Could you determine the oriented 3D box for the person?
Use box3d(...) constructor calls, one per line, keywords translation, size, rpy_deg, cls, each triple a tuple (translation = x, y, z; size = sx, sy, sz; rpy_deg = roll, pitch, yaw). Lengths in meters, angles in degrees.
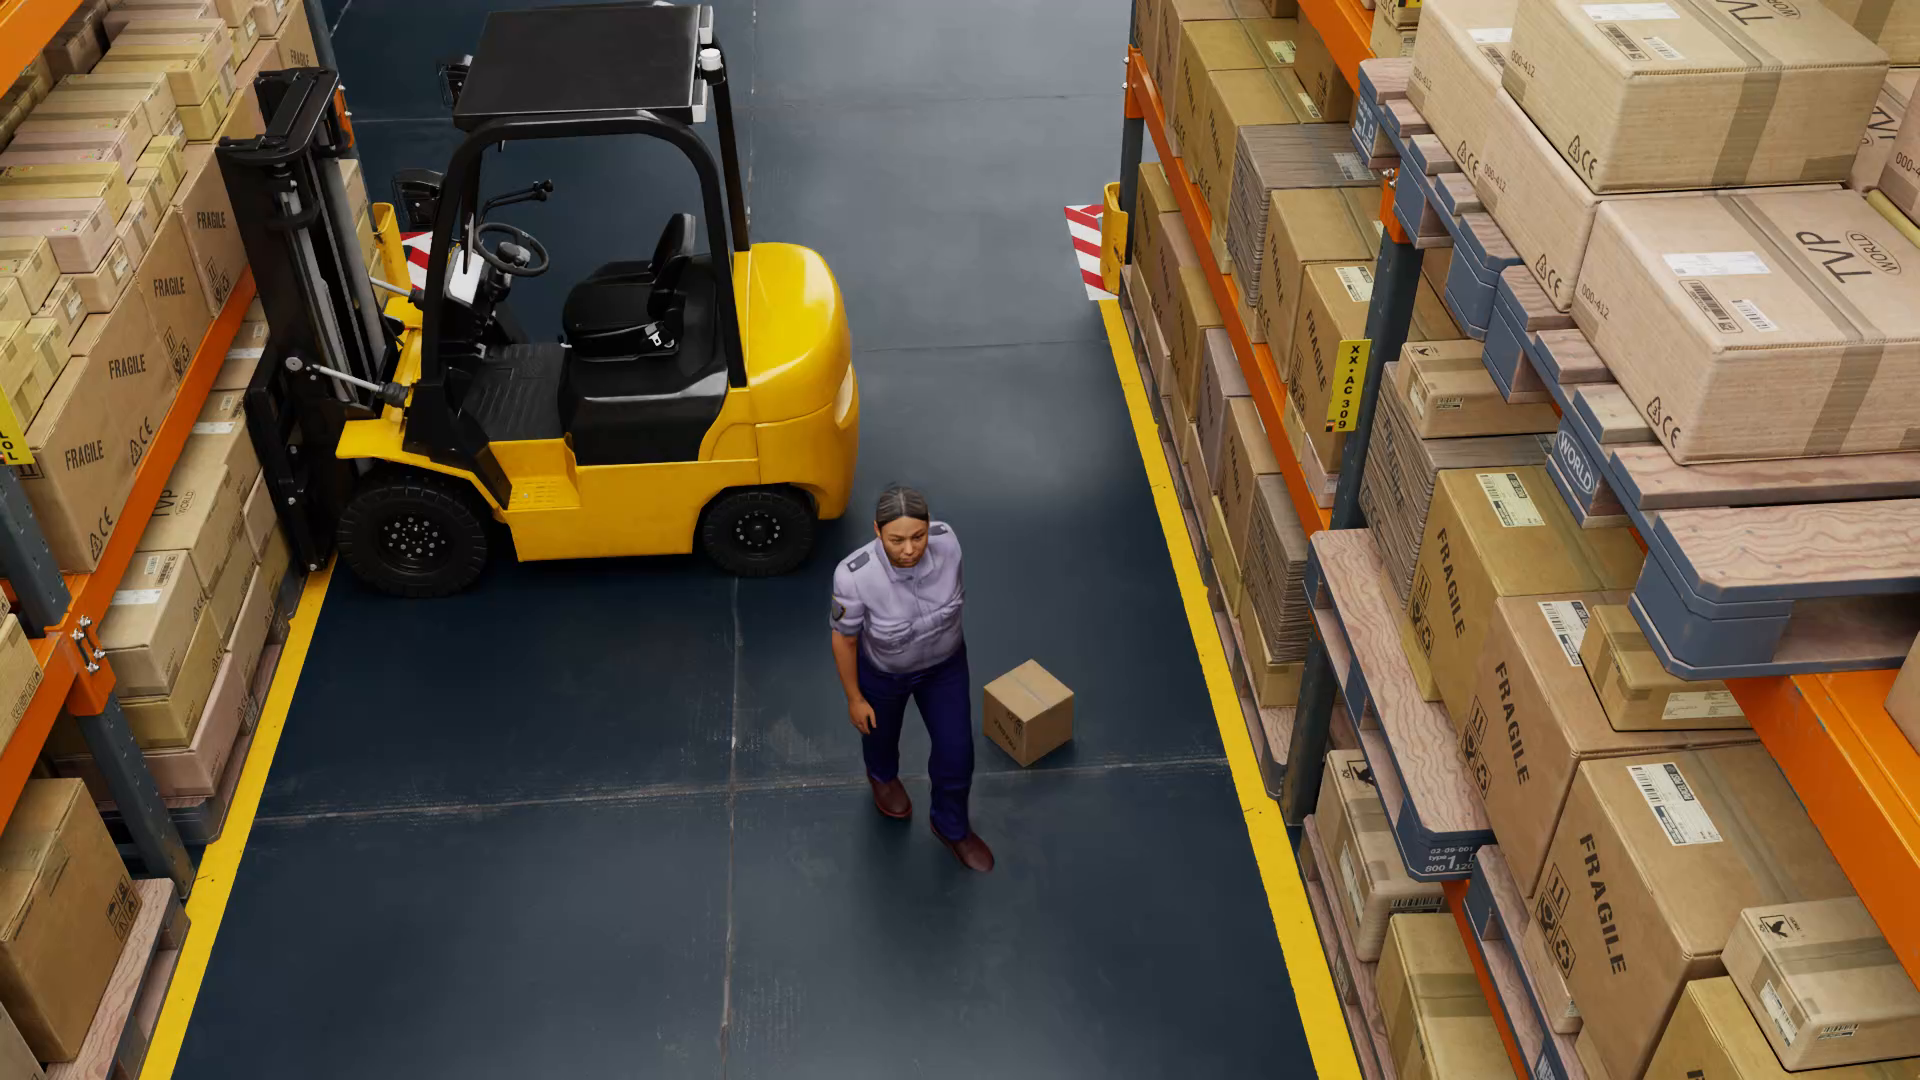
box3d(translation=(-0.199, 0.443, 5.655), size=(0.507, 1.684, 0.615), rpy_deg=(-14, 41, -16), cls="person")
